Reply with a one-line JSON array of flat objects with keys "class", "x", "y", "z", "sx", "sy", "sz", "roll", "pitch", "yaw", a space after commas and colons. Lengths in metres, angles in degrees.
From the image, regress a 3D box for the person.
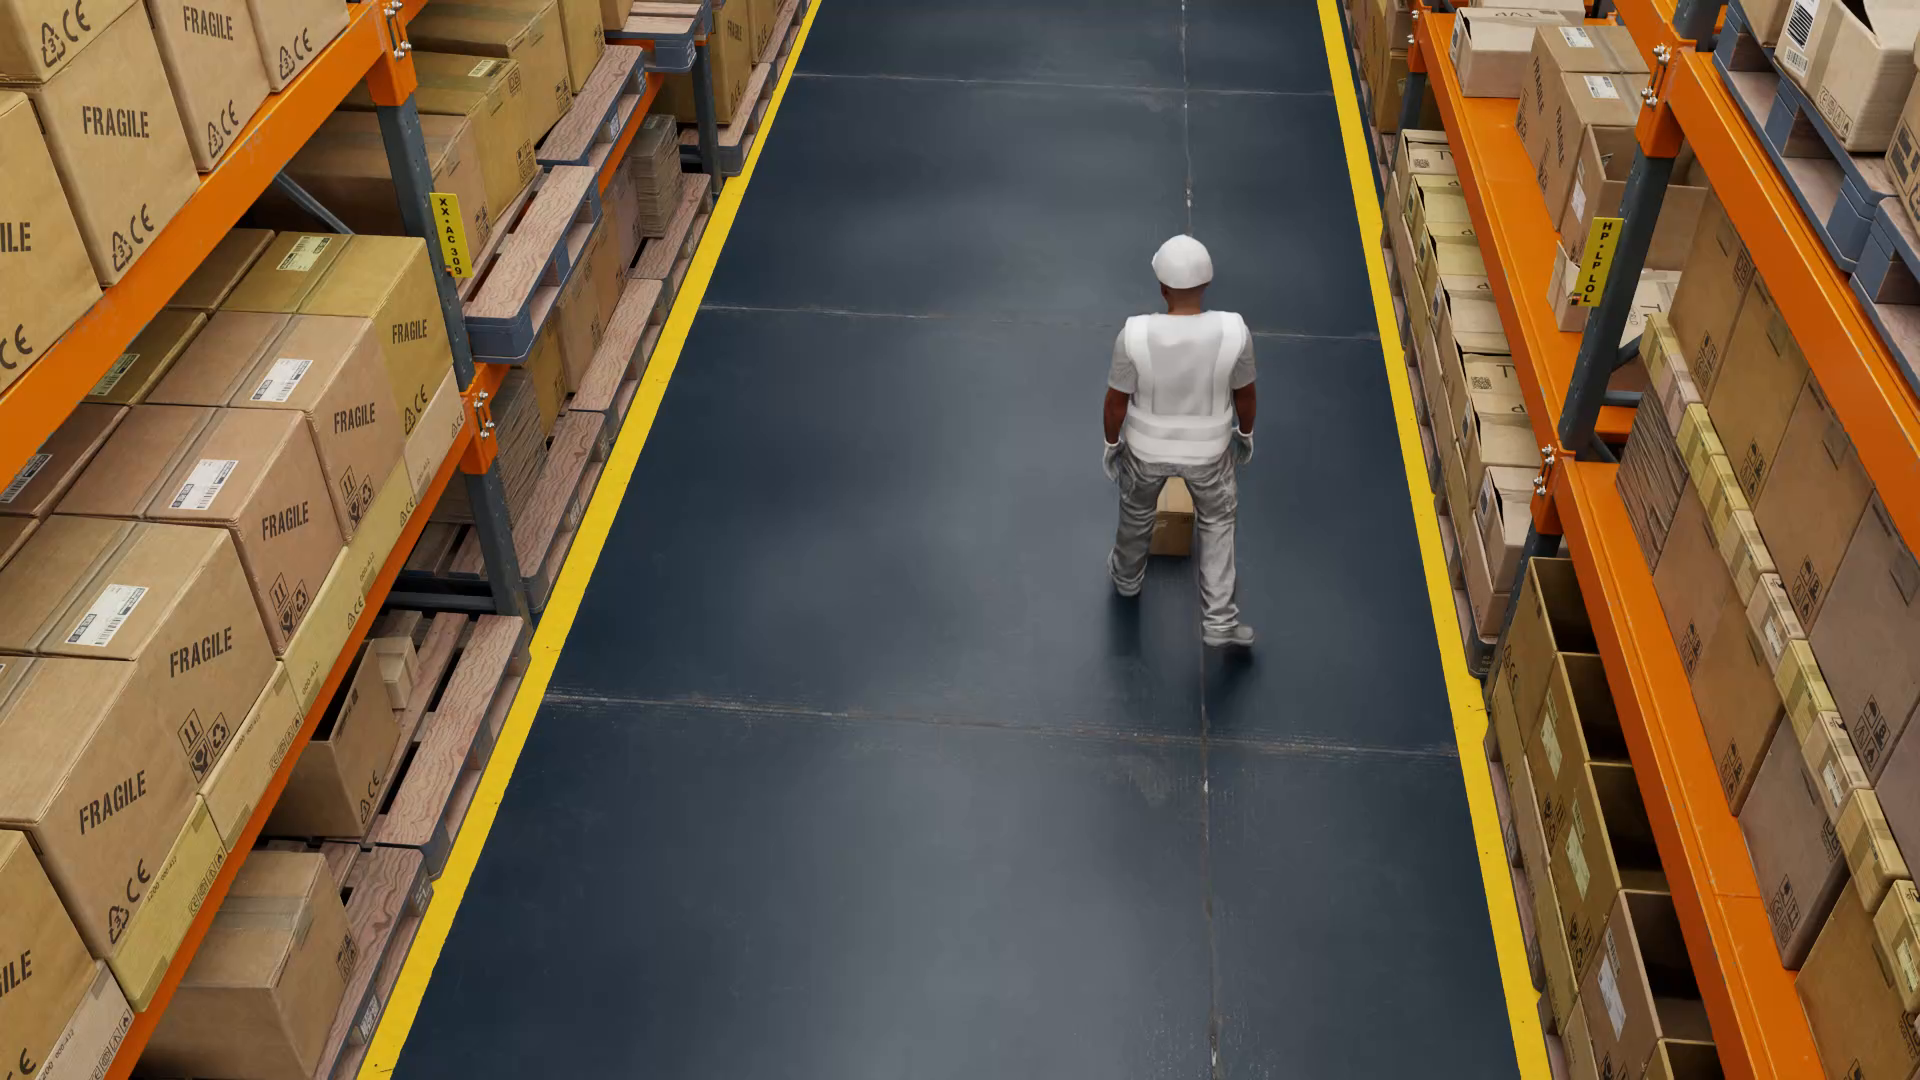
[{"class": "person", "x": 0.904, "y": -0.378, "z": 6.593, "sx": 0.686, "sy": 1.781, "sz": 0.749, "roll": 3, "pitch": 40, "yaw": 3}]
